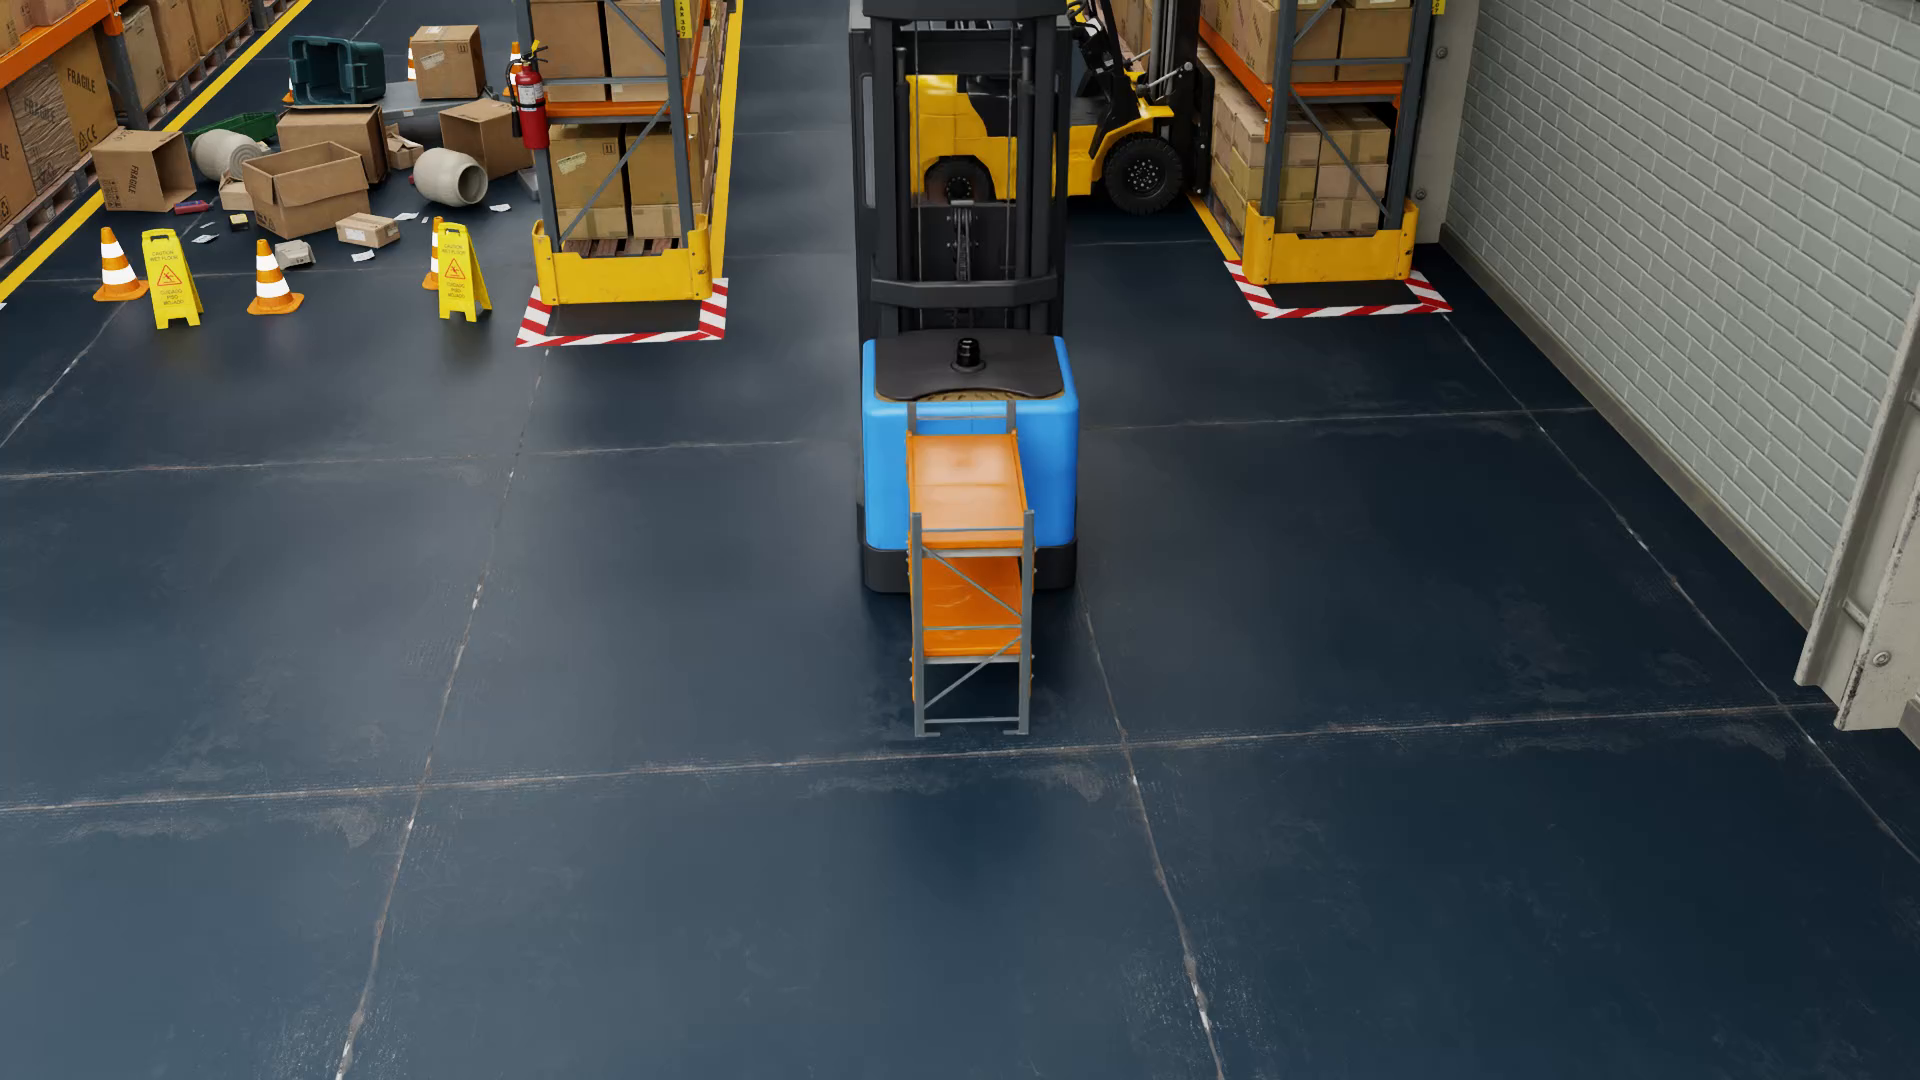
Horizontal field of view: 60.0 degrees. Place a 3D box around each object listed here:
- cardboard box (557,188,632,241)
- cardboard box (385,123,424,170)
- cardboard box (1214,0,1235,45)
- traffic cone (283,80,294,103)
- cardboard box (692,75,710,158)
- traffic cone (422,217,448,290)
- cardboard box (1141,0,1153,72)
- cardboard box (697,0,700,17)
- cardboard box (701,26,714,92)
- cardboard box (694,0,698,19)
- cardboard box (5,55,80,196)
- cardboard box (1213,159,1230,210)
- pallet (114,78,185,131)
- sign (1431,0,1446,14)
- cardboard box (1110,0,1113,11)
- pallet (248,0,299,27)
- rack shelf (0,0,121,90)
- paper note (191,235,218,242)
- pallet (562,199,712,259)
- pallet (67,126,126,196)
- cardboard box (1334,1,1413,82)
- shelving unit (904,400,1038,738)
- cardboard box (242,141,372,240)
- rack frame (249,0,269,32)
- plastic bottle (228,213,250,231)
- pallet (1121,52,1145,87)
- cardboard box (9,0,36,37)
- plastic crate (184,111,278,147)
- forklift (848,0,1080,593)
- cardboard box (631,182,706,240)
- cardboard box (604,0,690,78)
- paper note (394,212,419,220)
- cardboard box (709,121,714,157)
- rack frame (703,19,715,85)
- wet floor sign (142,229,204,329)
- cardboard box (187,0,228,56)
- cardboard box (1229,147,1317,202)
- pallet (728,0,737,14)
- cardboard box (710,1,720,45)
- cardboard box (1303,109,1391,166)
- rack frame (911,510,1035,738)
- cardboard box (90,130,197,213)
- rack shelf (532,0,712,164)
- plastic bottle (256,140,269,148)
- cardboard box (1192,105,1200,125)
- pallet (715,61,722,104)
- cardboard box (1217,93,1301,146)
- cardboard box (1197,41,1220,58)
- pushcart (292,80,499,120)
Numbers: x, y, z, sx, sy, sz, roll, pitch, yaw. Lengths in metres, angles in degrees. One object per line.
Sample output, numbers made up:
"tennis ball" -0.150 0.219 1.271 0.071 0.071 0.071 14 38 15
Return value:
"cardboard box" -2.663 -2.392 12.101 0.500 0.250 0.500 -3 31 -5
"cardboard box" -4.751 -3.329 14.065 0.396 0.266 0.258 27 40 37
"cardboard box" 2.230 -4.028 12.471 0.500 0.500 0.500 -3 31 -6
"traffic cone" -6.231 -4.401 15.667 0.336 0.463 0.334 -3 31 -5
"cardboard box" -2.212 -3.262 12.827 0.500 0.500 0.500 -2 31 -4
"traffic cone" -3.641 -2.048 11.728 0.336 0.463 0.334 -3 31 -5
"cardboard box" 2.191 -4.688 15.580 0.875 0.625 0.625 -1 31 -2
"cardboard box" -2.259 -4.246 13.179 0.380 0.149 0.250 -3 31 -5
"cardboard box" -2.368 -4.055 14.154 0.500 0.500 0.500 -3 31 -5
"cardboard box" -2.241 -4.189 12.451 0.500 0.500 0.500 -3 31 -6
"cardboard box" -7.532 -3.217 12.873 0.875 0.875 0.875 -3 31 -4
"cardboard box" 2.229 -2.698 12.614 0.500 0.250 0.500 -3 31 -5
"pallet" -7.757 -3.926 15.118 1.003 0.211 1.213 -3 31 -5
"sign" 3.178 -3.649 11.012 0.100 0.325 0.005 -3 31 -5
"cardboard box" 1.991 -5.812 17.462 0.875 0.625 0.625 -2 31 -3
"pallet" -8.055 -5.977 18.551 1.003 0.211 1.213 -3 31 -5
"rack shelf" -7.423 -3.403 12.224 1.077 0.370 4.000 -3 31 -5
"paper note" -5.688 -2.276 12.533 0.144 0.017 0.142 8 32 13
"pallet" -2.365 -2.238 12.291 1.003 0.211 1.213 -3 31 -5
"pallet" -7.616 -3.144 13.808 1.003 0.211 1.213 -3 31 -5
"cardboard box" 2.855 -3.529 11.635 0.500 0.500 0.500 -2 31 -3
"shelving unit" 0.030 0.112 7.465 0.538 1.125 1.048 -1 31 -2
"cardboard box" -5.002 -2.684 12.752 0.637 0.503 0.797 27 40 37
"rack frame" -7.983 -6.775 17.168 1.000 3.000 0.127 -3 31 -5
"plastic bottle" -5.554 -2.455 12.801 0.133 0.061 0.283 -14 33 -22
"pallet" 2.143 -4.439 15.976 1.003 0.211 1.213 -3 31 -5
"cardboard box" -7.556 -4.049 12.457 0.875 0.550 0.550 -3 31 -5
"plastic crate" -6.289 -3.525 14.412 0.450 0.188 0.662 4 30 26
"forklift" -0.009 -1.723 8.776 1.130 2.935 3.031 -1 31 -2
"cardboard box" -2.117 -2.405 12.123 0.500 0.250 0.500 -3 31 -5
"cardboard box" -2.085 -3.406 11.139 0.500 0.500 0.500 -3 31 -5
"paper note" -4.317 -2.528 12.964 0.148 0.019 0.142 8 32 13
"cardboard box" -2.265 -3.202 13.457 0.500 0.250 0.500 -2 31 -4
"rack frame" -2.691 -5.022 14.233 1.000 3.000 0.127 -3 31 -5
"wet floor sign" -5.262 -1.760 11.068 0.267 0.644 0.232 -8 32 -13
"cardboard box" -7.931 -5.229 16.363 1.050 0.750 0.750 -2 31 -4
"cardboard box" 2.268 -2.668 12.075 0.500 0.250 0.500 -3 31 -5
"pallet" -3.063 -6.273 19.047 1.003 0.211 1.213 -3 31 -5
"cardboard box" -2.879 -5.064 16.455 0.950 0.372 0.625 -2 31 -3
"cardboard box" 2.768 -2.903 11.982 0.500 0.250 0.500 -3 31 -5
"rack frame" 0.052 0.373 7.029 0.500 1.125 0.032 -1 31 -2
"cardboard box" -6.443 -2.918 13.145 0.500 0.500 0.500 2 31 4
"rack shelf" -2.504 -3.692 12.708 1.077 0.370 4.000 -3 31 -5
"plastic bottle" -6.081 -3.403 14.388 0.133 0.061 0.283 -20 36 -30
"cardboard box" 2.120 -3.442 13.372 0.500 0.250 0.500 -3 31 -5
"pallet" -2.765 -4.222 15.613 1.003 0.211 1.213 -3 31 -5
"cardboard box" 2.218 -3.129 12.361 0.500 0.250 0.500 -2 31 -4
"cardboard box" 2.079 -3.914 13.674 0.500 0.250 0.500 -2 31 -3
"pushcart" -4.956 -3.761 14.679 1.648 0.377 0.936 -14 33 -22
